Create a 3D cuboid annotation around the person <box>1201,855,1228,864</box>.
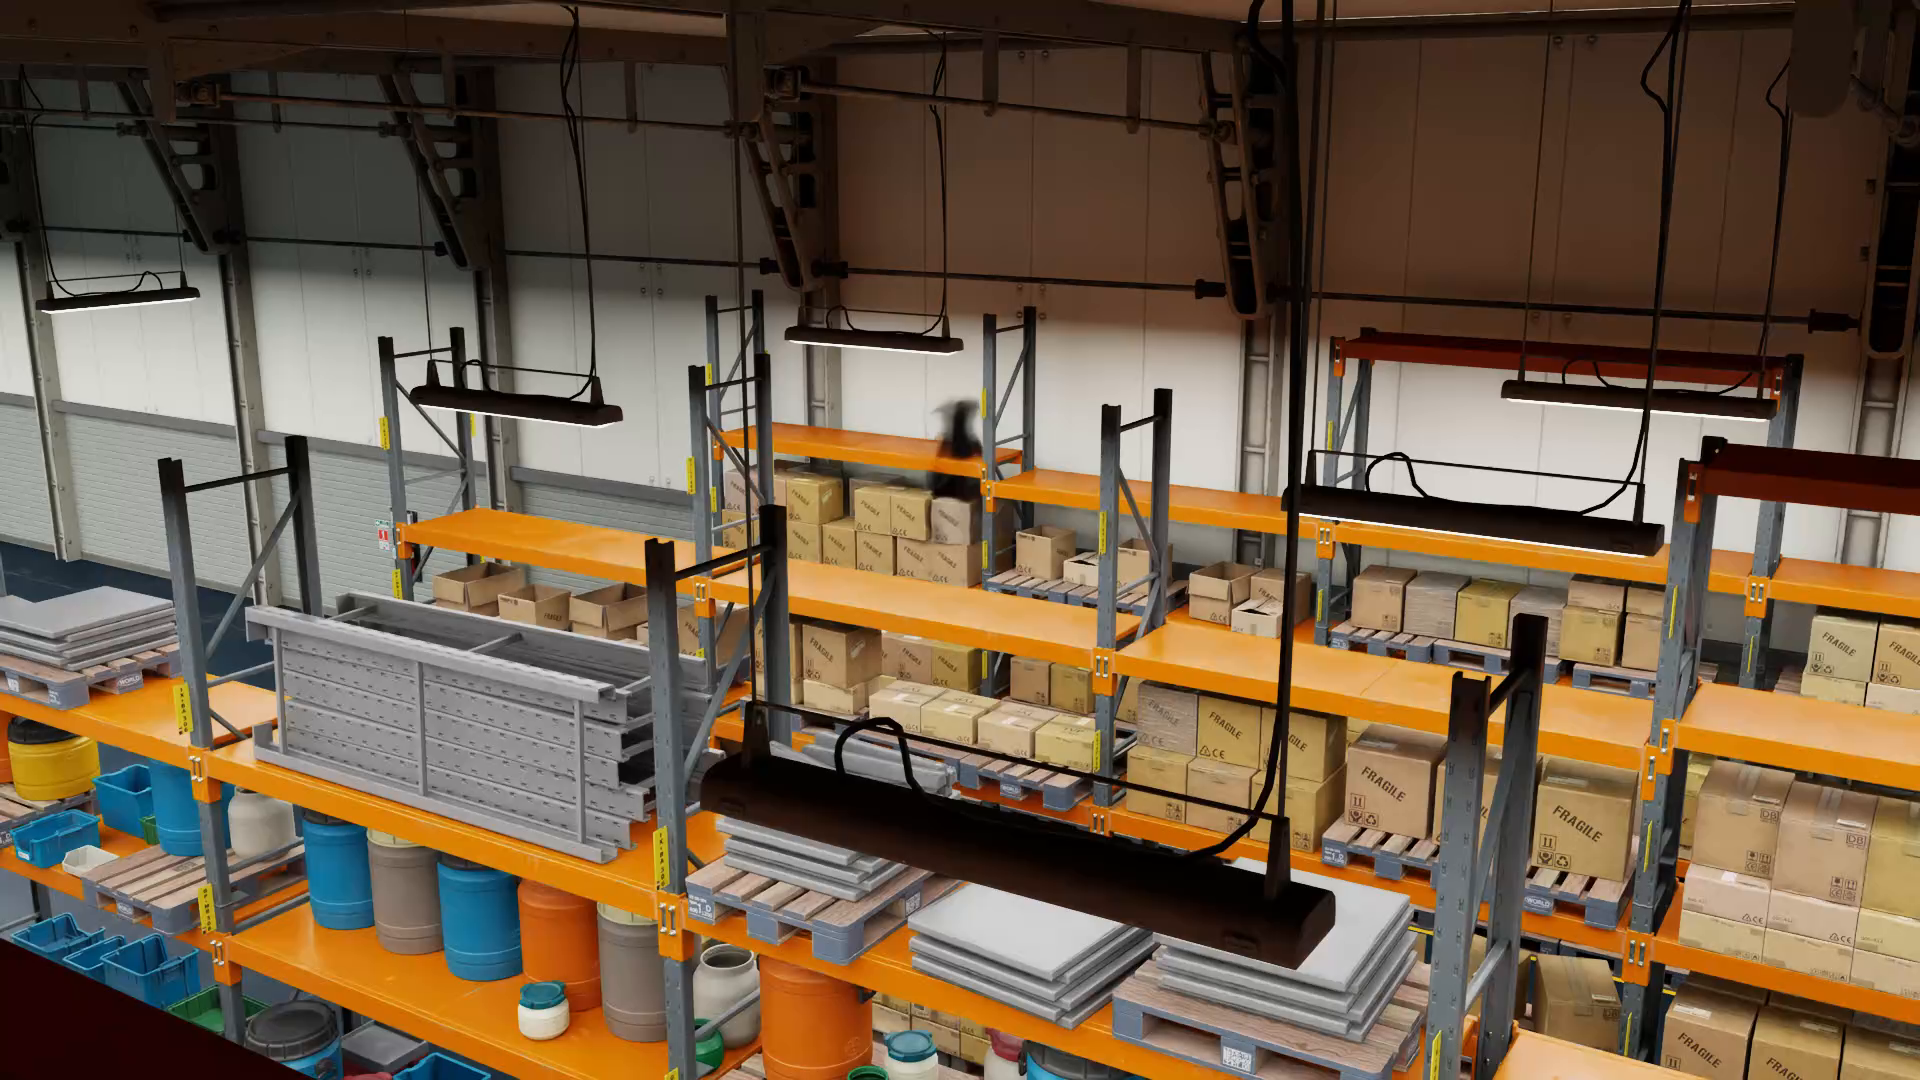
[{"bbox_3d":[2.345,3.592,15.288,0.760,1.616,0.546,10,17,36],"label":"person"}]
